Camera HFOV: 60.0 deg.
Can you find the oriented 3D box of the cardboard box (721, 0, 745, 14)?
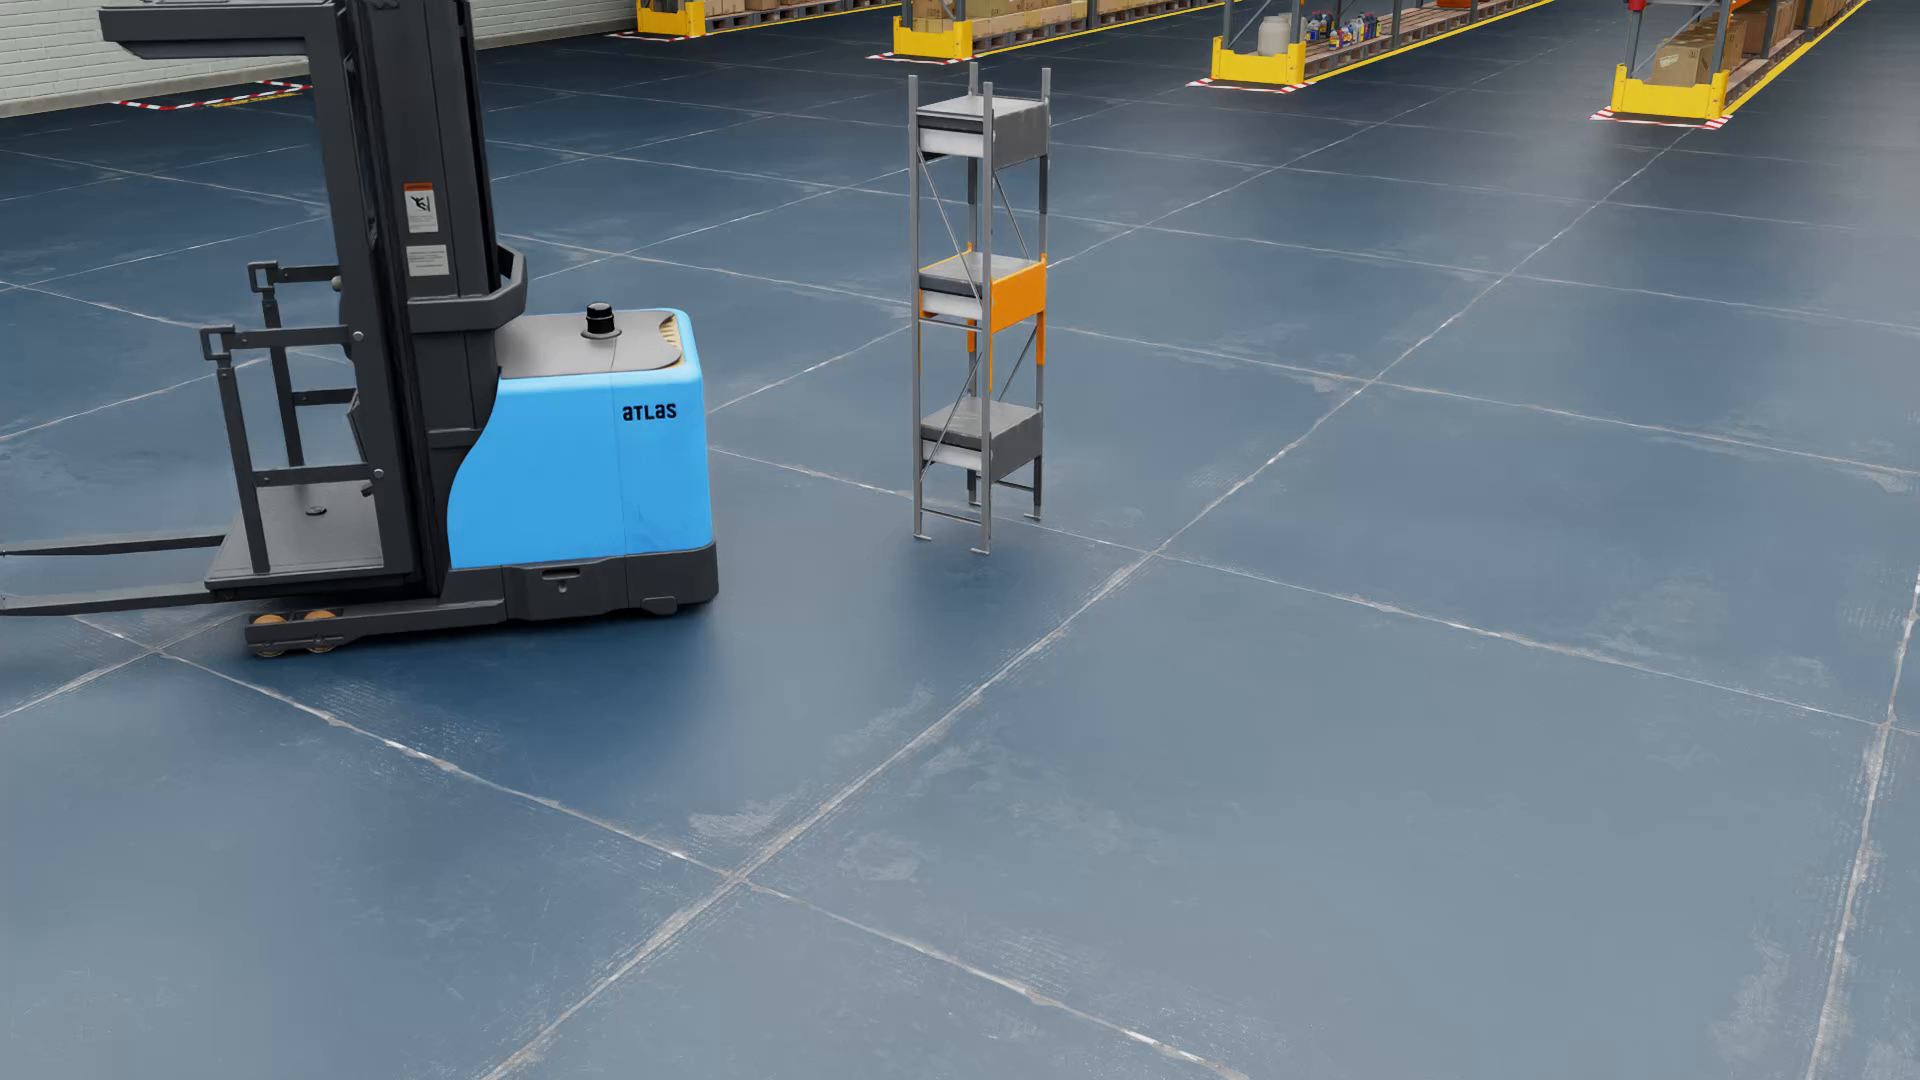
[{"bbox_3d":[-3.846,-8.727,26.963,0.500,0.311,0.500,16,28,33],"label":"cardboard box"}]

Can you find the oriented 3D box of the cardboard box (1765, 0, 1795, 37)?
[{"bbox_3d":[11.638,-7.572,24.059,0.700,0.500,0.500,11,26,25],"label":"cardboard box"}]

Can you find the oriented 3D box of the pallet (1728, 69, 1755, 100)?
[{"bbox_3d":[9.179,-5.660,20.560,1.003,0.211,1.213,14,27,29],"label":"pallet"}]

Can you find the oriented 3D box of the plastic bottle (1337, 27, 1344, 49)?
[{"bbox_3d":[5.184,-6.850,22.663,0.061,0.283,0.133,14,27,30],"label":"plastic bottle"}]

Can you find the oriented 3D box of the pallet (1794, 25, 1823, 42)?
[{"bbox_3d":[12.736,-7.908,25.752,1.003,0.211,1.213,14,27,29],"label":"pallet"}]

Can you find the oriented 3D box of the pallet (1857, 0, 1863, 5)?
[{"bbox_3d":[16.121,-10.072,30.750,1.003,0.211,1.213,14,27,29],"label":"pallet"}]

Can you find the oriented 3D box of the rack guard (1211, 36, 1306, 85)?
[{"bbox_3d":[3.829,-6.164,21.359,1.175,0.500,0.348,14,27,29],"label":"rack guard"}]

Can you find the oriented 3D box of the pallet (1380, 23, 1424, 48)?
[{"bbox_3d":[6.320,-7.619,25.084,1.003,0.211,1.213,14,27,29],"label":"pallet"}]

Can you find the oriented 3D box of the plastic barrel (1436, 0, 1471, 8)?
[{"bbox_3d":[8.292,-9.341,27.755,0.600,0.830,0.708,14,27,29],"label":"plastic barrel"}]

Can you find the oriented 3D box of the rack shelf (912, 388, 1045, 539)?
[{"bbox_3d":[0.087,-0.365,7.745,0.431,0.518,0.480,14,27,29],"label":"rack shelf"}]

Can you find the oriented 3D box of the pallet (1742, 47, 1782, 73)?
[{"bbox_3d":[10.556,-6.571,22.663,1.003,0.211,1.213,14,27,29],"label":"pallet"}]

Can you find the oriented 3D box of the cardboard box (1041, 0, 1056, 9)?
[{"bbox_3d":[1.139,-8.402,25.370,0.500,0.500,0.500,14,27,29],"label":"cardboard box"}]

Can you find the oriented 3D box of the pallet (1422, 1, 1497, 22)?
[{"bbox_3d":[8.429,-8.971,28.206,1.003,0.211,1.213,14,27,29],"label":"pallet"}]

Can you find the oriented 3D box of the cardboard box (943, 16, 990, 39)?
[{"bbox_3d":[0.094,-7.380,23.954,0.500,0.250,0.500,14,27,29],"label":"cardboard box"}]

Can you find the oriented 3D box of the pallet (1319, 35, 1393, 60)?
[{"bbox_3d":[5.549,-7.128,23.950,1.003,0.211,1.213,14,27,29],"label":"pallet"}]

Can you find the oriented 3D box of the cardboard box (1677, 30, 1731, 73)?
[{"bbox_3d":[9.012,-5.907,20.236,0.500,0.500,0.500,17,29,34],"label":"cardboard box"}]

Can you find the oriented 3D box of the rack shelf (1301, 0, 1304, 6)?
[{"bbox_3d":[4.883,-7.620,22.483,1.077,0.370,4.000,14,27,29],"label":"rack shelf"}]

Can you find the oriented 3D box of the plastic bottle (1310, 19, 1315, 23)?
[{"bbox_3d":[5.015,-7.269,23.645,0.097,0.271,0.097,0,23,0],"label":"plastic bottle"}]

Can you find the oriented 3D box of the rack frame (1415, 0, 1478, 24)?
[{"bbox_3d":[8.048,-9.976,27.018,1.000,3.000,0.127,14,27,29],"label":"rack frame"}]

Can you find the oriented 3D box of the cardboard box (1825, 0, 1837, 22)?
[{"bbox_3d":[13.115,-8.683,26.178,1.225,0.875,0.875,14,27,29],"label":"cardboard box"}]

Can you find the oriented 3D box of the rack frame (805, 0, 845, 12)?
[{"bbox_3d":[-2.478,-10.702,28.695,1.000,3.000,0.127,14,27,29],"label":"rack frame"}]

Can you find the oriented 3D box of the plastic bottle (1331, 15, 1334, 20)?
[{"bbox_3d":[5.341,-7.428,23.999,0.061,0.283,0.133,14,27,29],"label":"plastic bottle"}]

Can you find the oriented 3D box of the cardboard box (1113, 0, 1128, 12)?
[{"bbox_3d":[2.426,-8.852,27.355,0.500,0.250,0.500,15,27,30],"label":"cardboard box"}]

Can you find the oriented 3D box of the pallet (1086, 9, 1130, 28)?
[{"bbox_3d":[2.088,-8.642,27.447,1.003,0.211,1.213,14,27,29],"label":"pallet"}]

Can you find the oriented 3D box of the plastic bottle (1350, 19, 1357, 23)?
[{"bbox_3d":[5.603,-7.258,23.614,0.152,0.276,0.135,14,27,29],"label":"plastic bottle"}]

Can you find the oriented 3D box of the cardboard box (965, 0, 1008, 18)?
[{"bbox_3d":[0.356,-7.893,24.196,0.500,0.500,0.500,14,27,29],"label":"cardboard box"}]

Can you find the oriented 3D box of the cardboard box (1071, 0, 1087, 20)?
[{"bbox_3d":[1.673,-8.393,26.295,0.500,0.250,0.500,14,27,29],"label":"cardboard box"}]

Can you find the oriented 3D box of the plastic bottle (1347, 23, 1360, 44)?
[{"bbox_3d":[5.483,-7.072,23.185,0.152,0.276,0.135,14,27,30],"label":"plastic bottle"}]

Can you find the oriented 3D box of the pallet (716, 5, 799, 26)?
[{"bbox_3d":[-3.445,-8.775,27.753,1.003,0.211,1.213,14,27,29],"label":"pallet"}]

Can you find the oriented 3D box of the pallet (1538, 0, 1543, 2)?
[{"bbox_3d":[10.513,-10.302,31.282,1.003,0.211,1.213,14,27,29],"label":"pallet"}]

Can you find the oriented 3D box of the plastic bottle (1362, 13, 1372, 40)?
[{"bbox_3d":[5.742,-7.269,23.547,0.144,0.351,0.185,12,26,26],"label":"plastic bottle"}]

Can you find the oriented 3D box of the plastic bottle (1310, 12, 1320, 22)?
[{"bbox_3d":[5.060,-7.363,23.762,0.144,0.351,0.185,13,26,27],"label":"plastic bottle"}]

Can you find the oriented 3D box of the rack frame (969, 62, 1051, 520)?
[{"bbox_3d":[0.216,-1.102,7.652,0.400,2.100,0.015,14,27,29],"label":"rack frame"}]

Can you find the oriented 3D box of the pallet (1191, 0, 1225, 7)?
[{"bbox_3d":[4.268,-9.979,30.536,1.003,0.211,1.213,14,27,29],"label":"pallet"}]

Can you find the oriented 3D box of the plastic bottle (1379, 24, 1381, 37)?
[{"bbox_3d":[6.012,-7.356,23.934,0.097,0.201,0.097,0,23,0],"label":"plastic bottle"}]

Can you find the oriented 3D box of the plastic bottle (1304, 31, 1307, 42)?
[{"bbox_3d":[4.770,-7.011,23.139,0.097,0.201,0.097,0,23,0],"label":"plastic bottle"}]

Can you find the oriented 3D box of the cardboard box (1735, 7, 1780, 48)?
[{"bbox_3d":[10.756,-7.002,22.742,0.700,0.500,0.500,14,27,29],"label":"cardboard box"}]

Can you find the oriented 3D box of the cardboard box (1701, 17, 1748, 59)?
[{"bbox_3d":[9.901,-6.507,21.622,0.500,0.500,0.500,13,27,27],"label":"cardboard box"}]

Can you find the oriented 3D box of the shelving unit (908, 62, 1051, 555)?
[{"bbox_3d":[0.087,-1.019,7.462,0.431,2.100,0.503,14,27,29],"label":"shelving unit"}]

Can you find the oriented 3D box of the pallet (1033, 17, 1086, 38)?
[{"bbox_3d":[1.277,-8.126,26.254,1.003,0.211,1.213,14,27,29],"label":"pallet"}]

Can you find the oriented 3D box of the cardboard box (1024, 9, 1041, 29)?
[{"bbox_3d":[0.887,-7.886,25.123,0.500,0.250,0.500,14,27,29],"label":"cardboard box"}]

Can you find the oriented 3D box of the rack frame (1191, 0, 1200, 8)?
[{"bbox_3d":[3.842,-11.015,29.418,1.000,3.000,0.127,14,27,29],"label":"rack frame"}]

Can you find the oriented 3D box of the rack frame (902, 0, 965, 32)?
[{"bbox_3d":[-0.378,-8.315,23.181,1.000,3.000,0.127,14,27,29],"label":"rack frame"}]

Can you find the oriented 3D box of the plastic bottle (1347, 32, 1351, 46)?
[{"bbox_3d":[5.335,-6.923,22.934,0.097,0.201,0.097,0,23,0],"label":"plastic bottle"}]

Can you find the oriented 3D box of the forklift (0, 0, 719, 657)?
[{"bbox_3d":[-2.594,-1.104,6.612,3.031,2.935,1.130,-5,24,-11],"label":"forklift"}]

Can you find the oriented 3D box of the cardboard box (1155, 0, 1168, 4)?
[{"bbox_3d":[3.235,-9.373,28.559,0.500,0.250,0.500,15,27,30],"label":"cardboard box"}]
